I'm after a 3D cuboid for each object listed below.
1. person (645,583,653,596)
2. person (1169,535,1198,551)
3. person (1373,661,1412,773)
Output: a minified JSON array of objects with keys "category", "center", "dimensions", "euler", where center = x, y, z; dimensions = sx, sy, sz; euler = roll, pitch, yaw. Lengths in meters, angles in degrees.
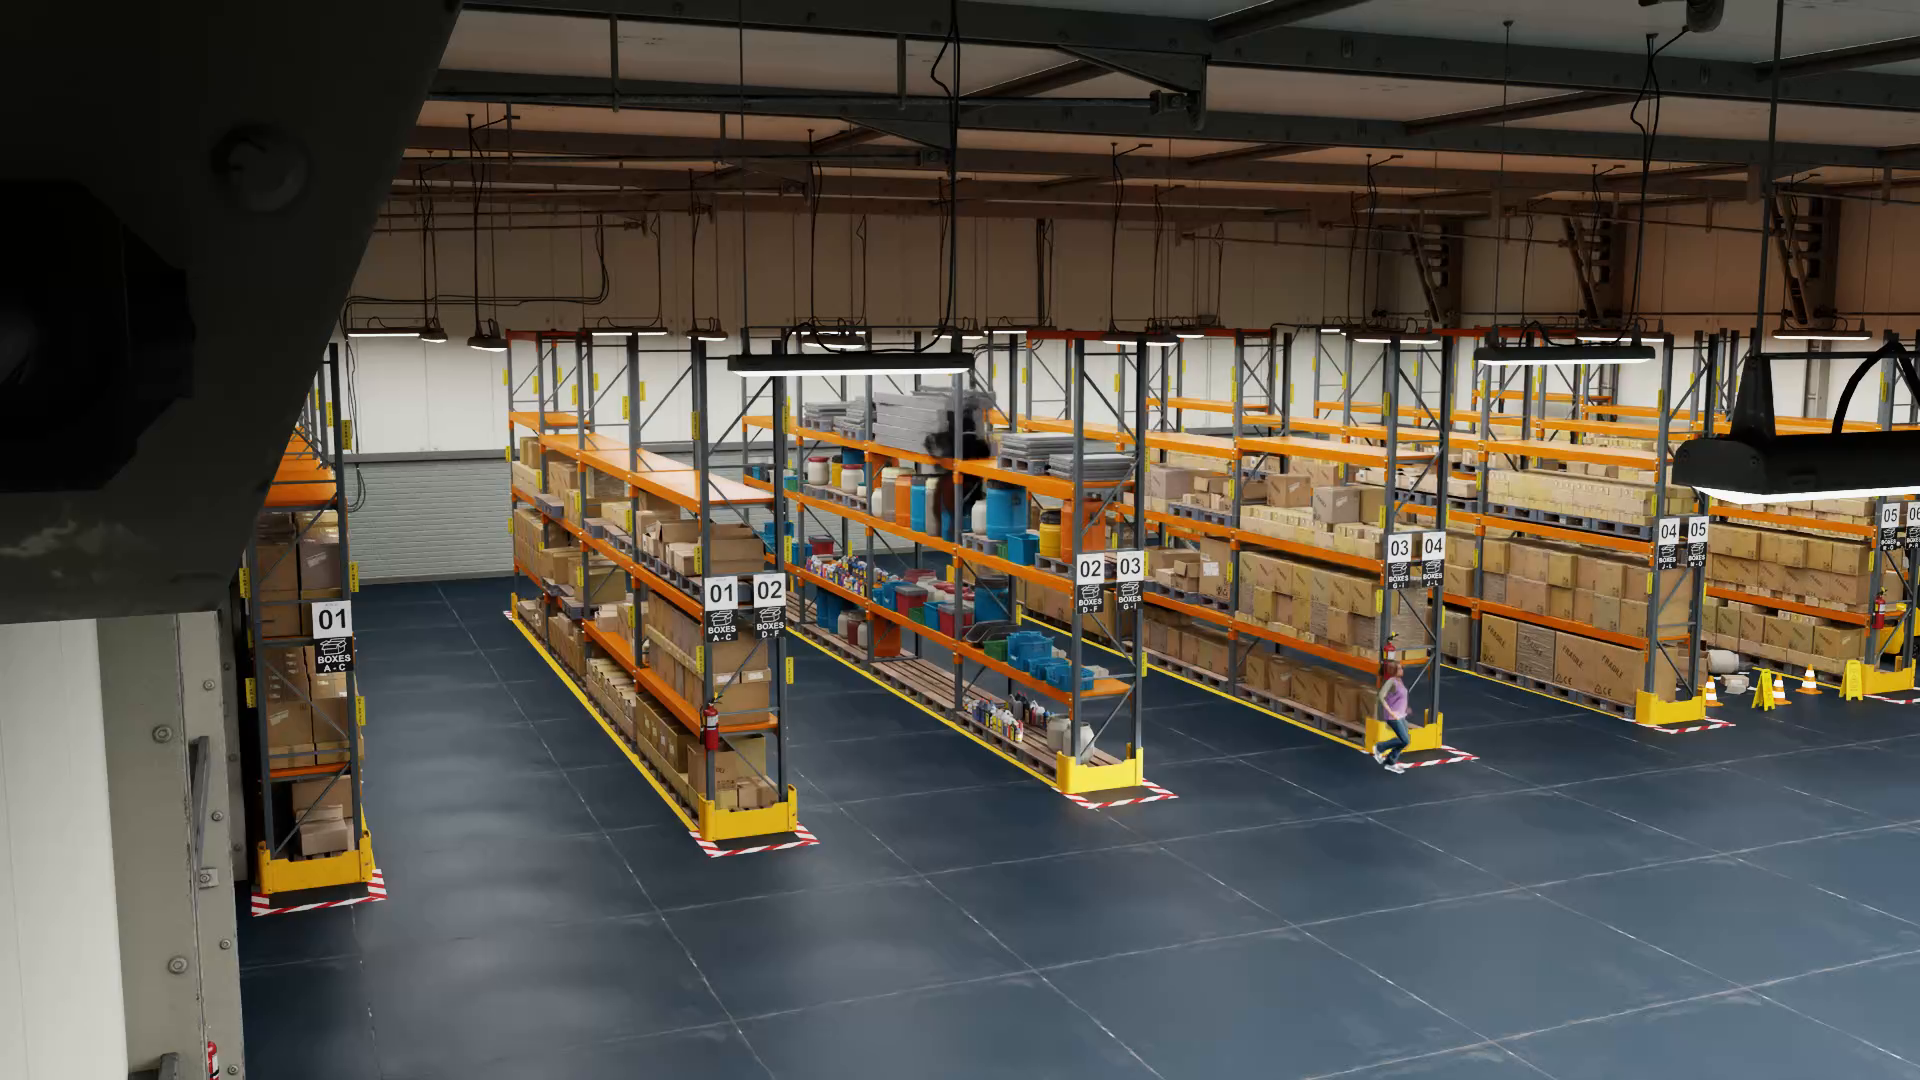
[{"category":"person","center":[-6.279,0.899,33.923],"dimensions":[0.711,1.694,0.794],"euler":[-5,9,-35]},{"category":"person","center":[5.556,-0.267,41.827],"dimensions":[1.063,1.765,0.701],"euler":[-4,9,-26]},{"category":"person","center":[6.003,2.450,23.028],"dimensions":[0.504,1.547,0.555],"euler":[5,9,31]}]
